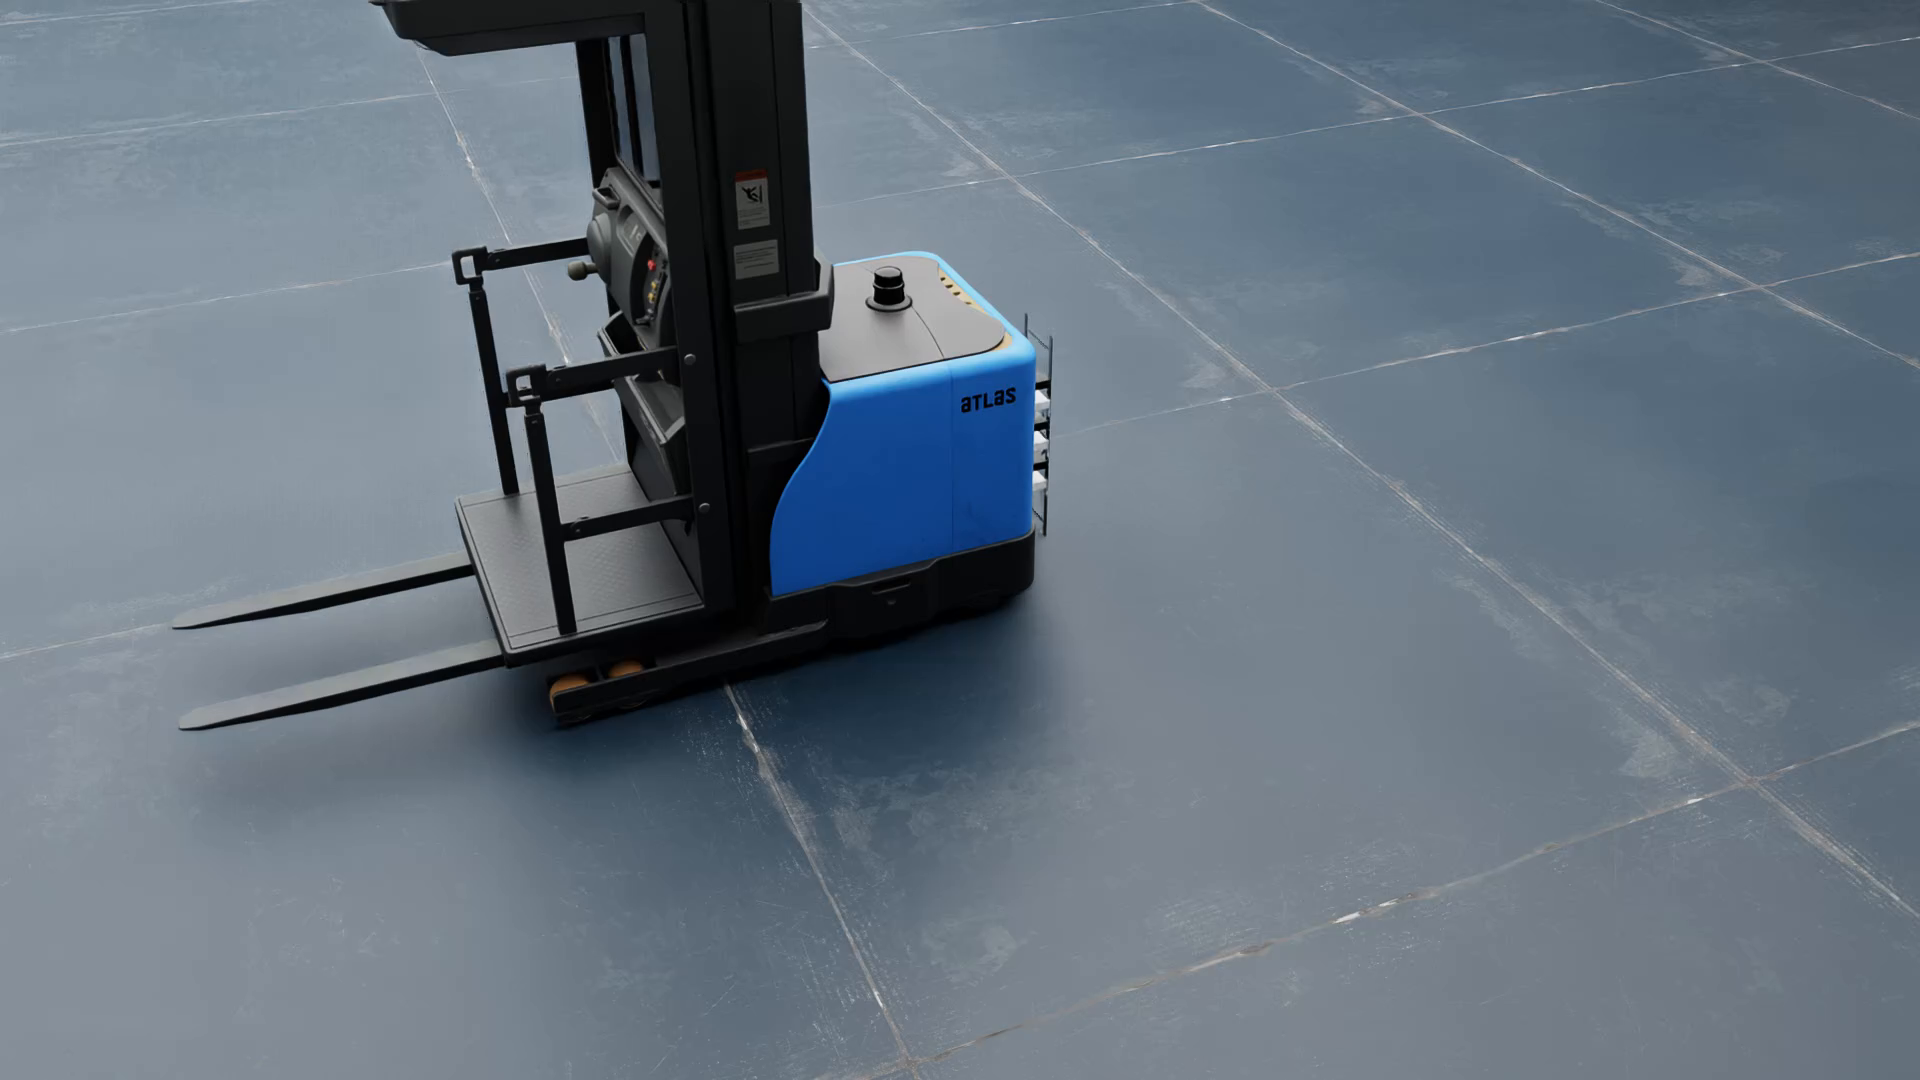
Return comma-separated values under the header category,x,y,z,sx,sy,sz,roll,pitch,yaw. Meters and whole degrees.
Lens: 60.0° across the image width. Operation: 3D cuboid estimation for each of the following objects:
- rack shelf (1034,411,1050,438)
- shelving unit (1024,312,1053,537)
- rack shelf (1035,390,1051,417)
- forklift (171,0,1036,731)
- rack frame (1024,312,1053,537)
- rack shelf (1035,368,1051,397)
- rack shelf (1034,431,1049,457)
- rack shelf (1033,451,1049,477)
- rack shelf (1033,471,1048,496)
category,x,y,z,sx,sy,sz,roll,pitch,yaw
rack shelf,0.207,-0.474,6.549,0.200,0.077,0.258,-13,35,-20
shelving unit,0.207,-0.426,6.580,0.210,0.900,0.258,-13,35,-20
rack shelf,0.207,-0.549,6.500,0.200,0.077,0.258,-13,35,-20
forklift,-1.280,-0.923,5.482,3.031,2.935,1.130,-13,35,-20
rack frame,0.301,-0.448,6.614,0.006,0.900,0.240,-13,35,-20
rack shelf,0.207,-0.625,6.451,0.200,0.077,0.258,-13,35,-20
rack shelf,0.207,-0.398,6.598,0.200,0.077,0.258,-13,35,-20
rack shelf,0.207,-0.323,6.647,0.200,0.077,0.258,-13,35,-20
rack shelf,0.207,-0.247,6.696,0.200,0.077,0.258,-13,35,-20
